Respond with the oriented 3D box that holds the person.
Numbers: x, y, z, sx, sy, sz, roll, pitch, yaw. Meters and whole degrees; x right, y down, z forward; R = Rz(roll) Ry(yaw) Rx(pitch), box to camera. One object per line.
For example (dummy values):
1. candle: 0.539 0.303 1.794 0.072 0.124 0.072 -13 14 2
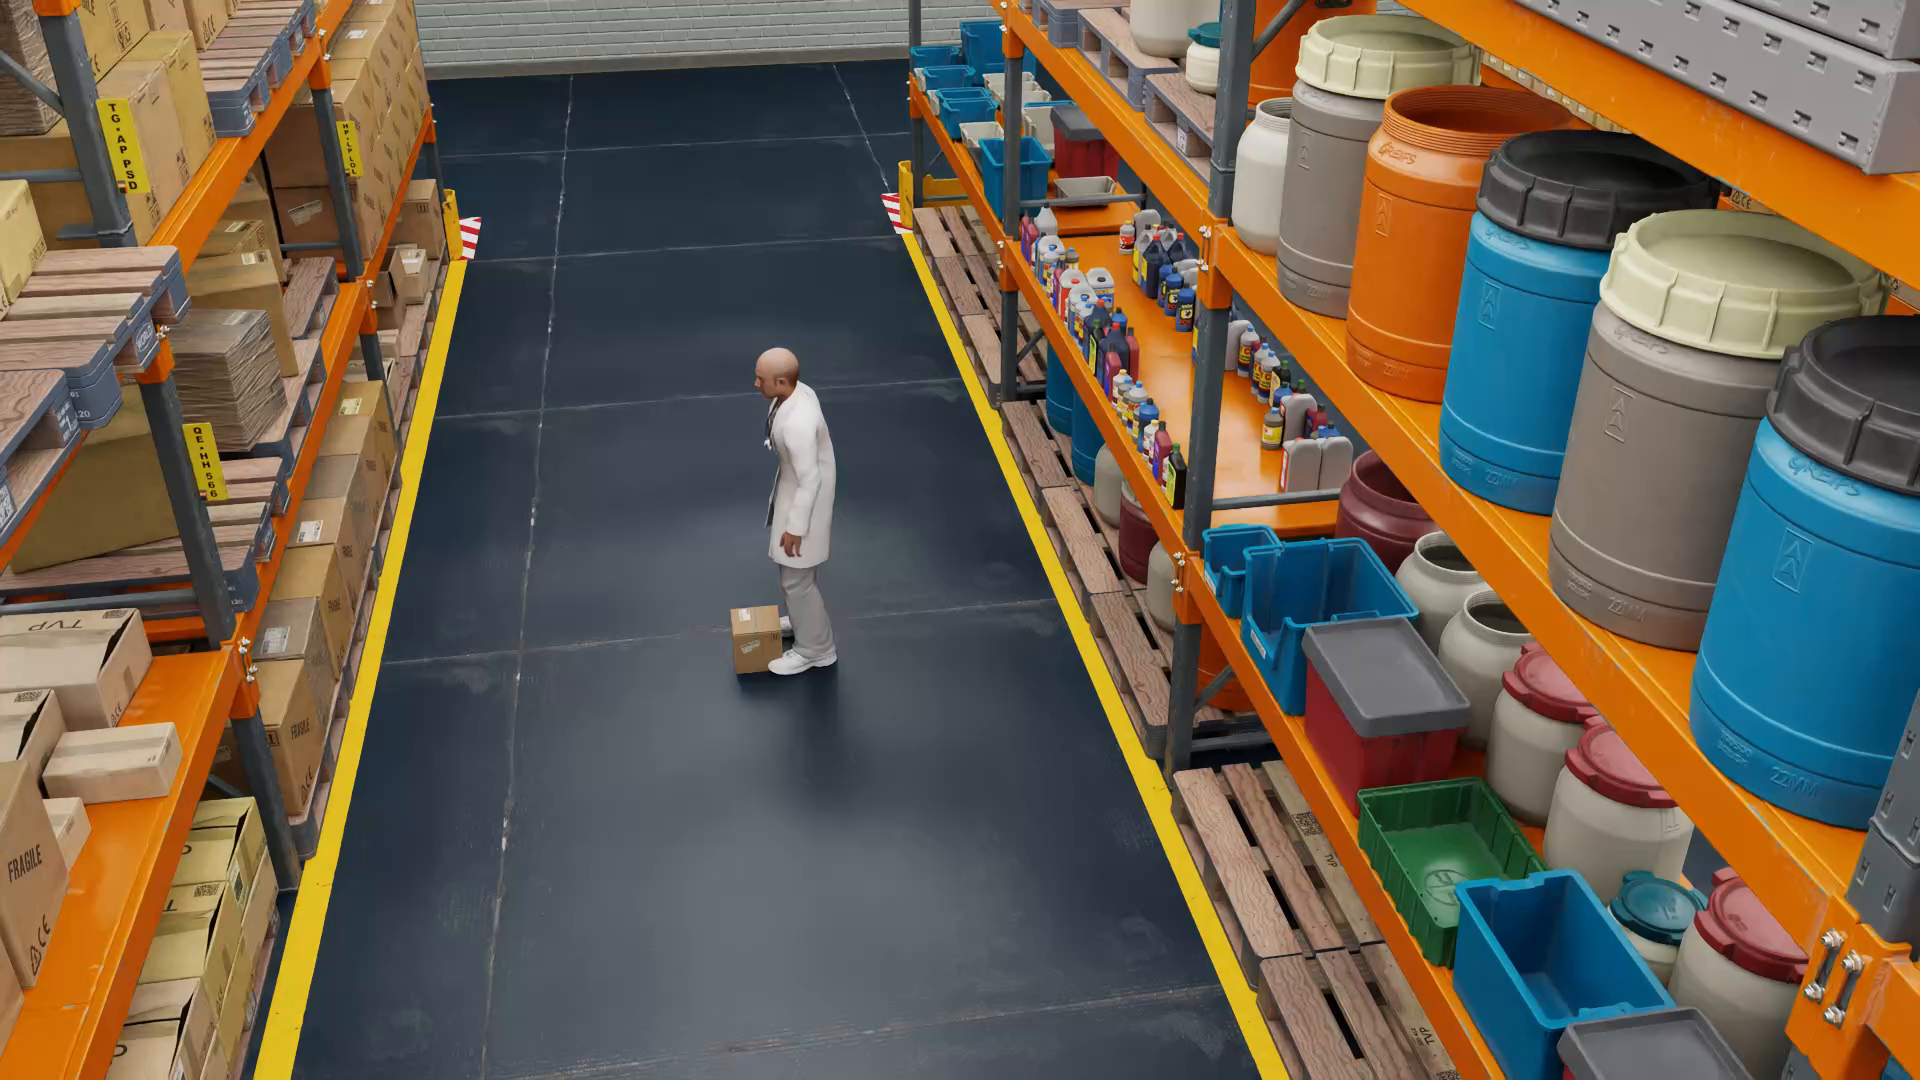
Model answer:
1. person: -0.834 -0.162 8.433 0.421 1.774 0.642 -5 31 -9
